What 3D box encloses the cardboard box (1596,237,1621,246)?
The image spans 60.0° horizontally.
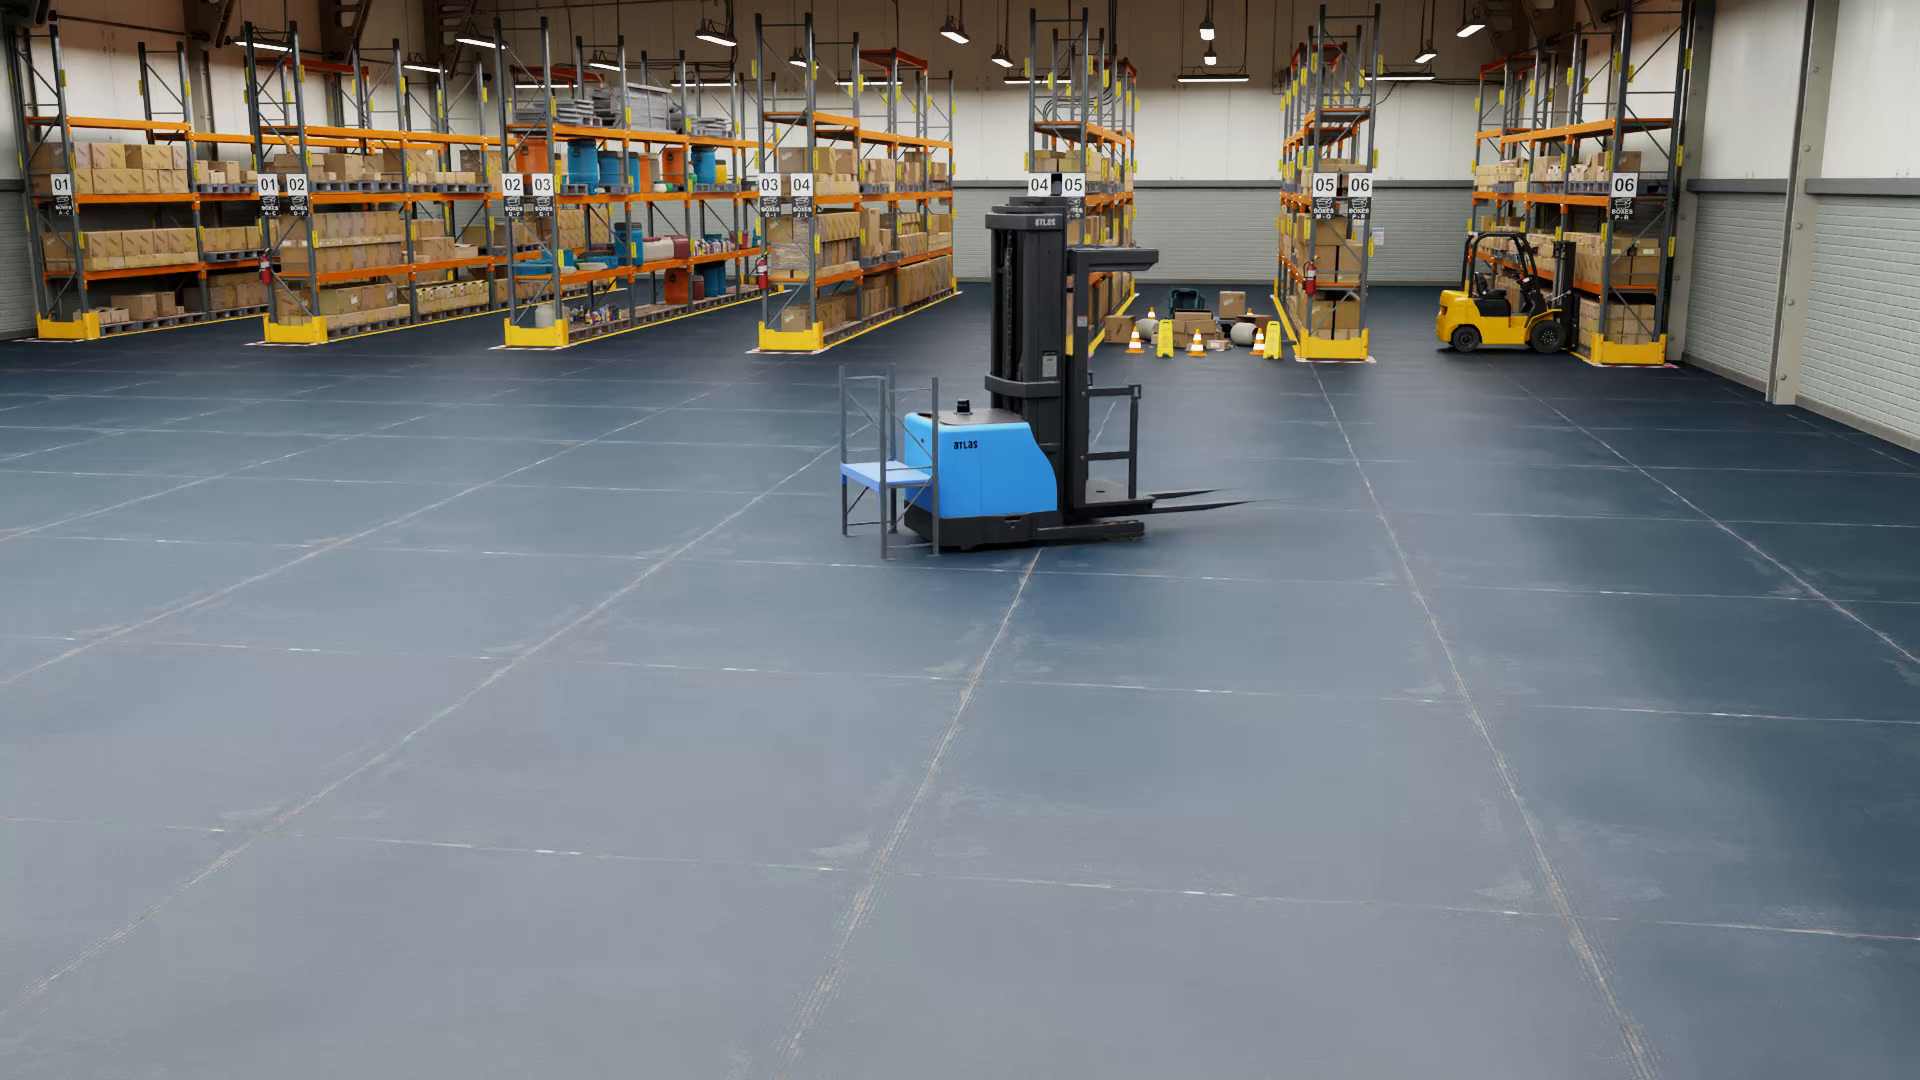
[{"bbox_3d":[11.401,-5.242,29.215,0.380,0.149,0.250,2,12,10],"label":"cardboard box"}]

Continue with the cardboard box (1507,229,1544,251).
[{"bbox_3d":[12.832,-6.809,37.725,0.797,0.503,0.637,2,12,7],"label":"cardboard box"}]

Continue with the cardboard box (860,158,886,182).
[{"bbox_3d":[-1.919,-8.131,36.557,0.500,0.500,0.500,2,12,10],"label":"cardboard box"}]

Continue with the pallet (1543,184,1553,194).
[{"bbox_3d":[12.579,-7.204,34.130,1.003,0.211,1.213,2,12,11],"label":"pallet"}]

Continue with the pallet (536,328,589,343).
[{"bbox_3d":[-7.962,-4.007,32.583,1.003,0.211,1.213,2,12,9],"label":"pallet"}]

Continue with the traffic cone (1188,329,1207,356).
[{"bbox_3d":[4.271,-3.558,29.906,0.336,0.463,0.334,2,12,9],"label":"traffic cone"}]

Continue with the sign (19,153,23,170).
[{"bbox_3d":[-18.392,-7.426,32.608,0.100,0.325,0.005,2,12,9],"label":"sign"}]

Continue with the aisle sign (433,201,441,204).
[{"bbox_3d":[-15.079,-10.111,48.120,0.394,0.787,0.004,2,12,9],"label":"aisle sign"}]

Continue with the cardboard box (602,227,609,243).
[{"bbox_3d":[-10.291,-8.622,47.144,0.500,0.500,0.500,2,12,10],"label":"cardboard box"}]

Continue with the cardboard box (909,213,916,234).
[{"bbox_3d":[-1.525,-7.784,40.876,0.797,0.503,0.637,2,12,9],"label":"cardboard box"}]

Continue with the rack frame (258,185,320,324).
[{"bbox_3d":[-12.952,-5.345,32.173,1.000,3.000,0.127,2,12,9],"label":"rack frame"}]

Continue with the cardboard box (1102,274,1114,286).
[{"bbox_3d":[3.297,-5.992,38.334,0.500,0.250,0.500,1,12,6],"label":"cardboard box"}]

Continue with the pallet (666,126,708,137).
[{"bbox_3d":[-6.686,-9.643,39.275,1.213,0.211,1.003,2,12,9],"label":"pallet"}]

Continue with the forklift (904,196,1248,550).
[{"bbox_3d":[1.076,-1.517,14.574,3.031,2.935,1.130,-4,13,-20],"label":"forklift"}]

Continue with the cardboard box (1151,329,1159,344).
[{"bbox_3d":[3.892,-3.920,32.052,0.396,0.266,0.258,4,13,18],"label":"cardboard box"}]

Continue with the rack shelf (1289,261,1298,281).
[{"bbox_3d":[7.551,-5.599,35.062,1.077,0.370,4.000,2,12,9],"label":"rack shelf"}]

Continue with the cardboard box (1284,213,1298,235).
[{"bbox_3d":[8.122,-7.655,40.284,0.500,0.500,0.500,2,12,9],"label":"cardboard box"}]

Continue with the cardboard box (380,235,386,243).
[{"bbox_3d":[-12.284,-6.319,34.918,0.380,0.149,0.250,2,12,9],"label":"cardboard box"}]

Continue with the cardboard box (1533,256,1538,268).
[{"bbox_3d":[12.300,-5.837,34.816,0.500,0.250,0.500,1,12,7],"label":"cardboard box"}]

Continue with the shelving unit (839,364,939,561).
[{"bbox_3d":[-0.609,-0.680,14.090,0.538,1.500,1.048,-5,13,-22],"label":"shelving unit"}]

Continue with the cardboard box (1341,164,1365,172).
[{"bbox_3d":[6.885,-6.503,29.130,0.380,0.149,0.250,2,12,8],"label":"cardboard box"}]

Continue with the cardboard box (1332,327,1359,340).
[{"bbox_3d":[7.026,-3.722,30.174,0.500,0.250,0.500,2,12,8],"label":"cardboard box"}]

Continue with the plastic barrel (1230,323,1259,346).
[{"bbox_3d":[5.450,-3.921,31.685,0.421,0.421,0.512,-10,16,-40],"label":"plastic barrel"}]

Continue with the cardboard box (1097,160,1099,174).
[{"bbox_3d":[2.437,-7.250,32.312,0.500,0.250,0.500,2,12,8],"label":"cardboard box"}]

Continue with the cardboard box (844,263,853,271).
[{"bbox_3d":[-2.365,-5.521,33.588,0.380,0.149,0.250,2,12,9],"label":"cardboard box"}]

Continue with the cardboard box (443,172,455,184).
[{"bbox_3d":[-11.897,-8.284,38.050,0.500,0.250,0.500,2,12,8],"label":"cardboard box"}]

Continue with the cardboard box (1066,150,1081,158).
[{"bbox_3d":[2.088,-6.888,29.683,0.380,0.149,0.250,2,12,9],"label":"cardboard box"}]

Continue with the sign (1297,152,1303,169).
[{"bbox_3d":[6.695,-7.463,32.722,0.100,0.325,0.005,2,12,9],"label":"sign"}]

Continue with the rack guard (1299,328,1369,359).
[{"bbox_3d":[6.640,-3.496,29.527,1.175,0.500,0.348,2,12,9],"label":"rack guard"}]

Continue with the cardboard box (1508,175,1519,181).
[{"bbox_3d":[12.729,-8.267,37.977,0.380,0.149,0.250,2,12,10],"label":"cardboard box"}]

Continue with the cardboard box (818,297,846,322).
[{"bbox_3d":[-2.650,-4.757,34.383,0.500,0.500,0.500,1,12,7],"label":"cardboard box"}]

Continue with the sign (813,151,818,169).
[{"bbox_3d":[-2.627,-6.899,30.191,0.100,0.325,0.005,2,12,9],"label":"sign"}]

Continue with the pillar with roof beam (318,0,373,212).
[{"bbox_3d":[-12.495,-10.969,44.033,9.100,9.000,0.548,2,12,9],"label":"pillar with roof beam"}]

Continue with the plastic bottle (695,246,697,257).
[{"bbox_3d":[-6.346,-6.938,39.845,0.061,0.283,0.133,2,12,9],"label":"plastic bottle"}]

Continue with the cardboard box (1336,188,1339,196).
[{"bbox_3d":[7.165,-6.484,30.935,0.380,0.149,0.250,2,12,8],"label":"cardboard box"}]

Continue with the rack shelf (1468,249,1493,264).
[{"bbox_3d":[13.687,-7.104,42.047,1.077,0.370,4.000,2,12,9],"label":"rack shelf"}]

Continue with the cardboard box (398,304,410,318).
[{"bbox_3d":[-12.192,-4.935,35.802,0.500,0.250,0.500,2,12,9],"label":"cardboard box"}]

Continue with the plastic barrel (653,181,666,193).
[{"bbox_3d":[-6.792,-7.975,37.588,0.301,0.262,0.301,0,12,0],"label":"plastic barrel"}]

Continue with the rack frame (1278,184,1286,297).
[{"bbox_3d":[9.089,-8.032,44.645,1.000,3.000,0.127,2,12,9],"label":"rack frame"}]

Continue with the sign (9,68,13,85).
[{"bbox_3d":[-18.392,-8.993,32.271,0.100,0.325,0.005,2,12,9],"label":"sign"}]

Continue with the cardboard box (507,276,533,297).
[{"bbox_3d":[-11.137,-6.411,42.010,0.500,0.500,0.500,1,12,7],"label":"cardboard box"}]

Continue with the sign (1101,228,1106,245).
[{"bbox_3d":[2.886,-6.118,33.519,0.100,0.325,0.005,2,12,9],"label":"sign"}]

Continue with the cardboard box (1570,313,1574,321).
[{"bbox_3d":[11.527,-4.075,30.625,0.500,0.250,0.500,2,12,8],"label":"cardboard box"}]

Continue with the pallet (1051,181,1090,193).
[{"bbox_3d":[1.826,-6.419,30.249,1.003,0.211,1.213,2,12,9],"label":"pallet"}]

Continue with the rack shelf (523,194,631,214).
[{"bbox_3d":[-7.750,-6.714,33.117,1.077,0.370,4.000,2,12,9],"label":"rack shelf"}]

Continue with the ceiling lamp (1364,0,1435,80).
[{"bbox_3d":[12.106,-14.292,45.595,2.000,3.185,0.800,2,12,9],"label":"ceiling lamp"}]

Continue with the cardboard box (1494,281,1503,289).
[{"bbox_3d":[13.082,-5.930,39.825,0.500,0.500,0.500,2,12,11],"label":"cardboard box"}]
